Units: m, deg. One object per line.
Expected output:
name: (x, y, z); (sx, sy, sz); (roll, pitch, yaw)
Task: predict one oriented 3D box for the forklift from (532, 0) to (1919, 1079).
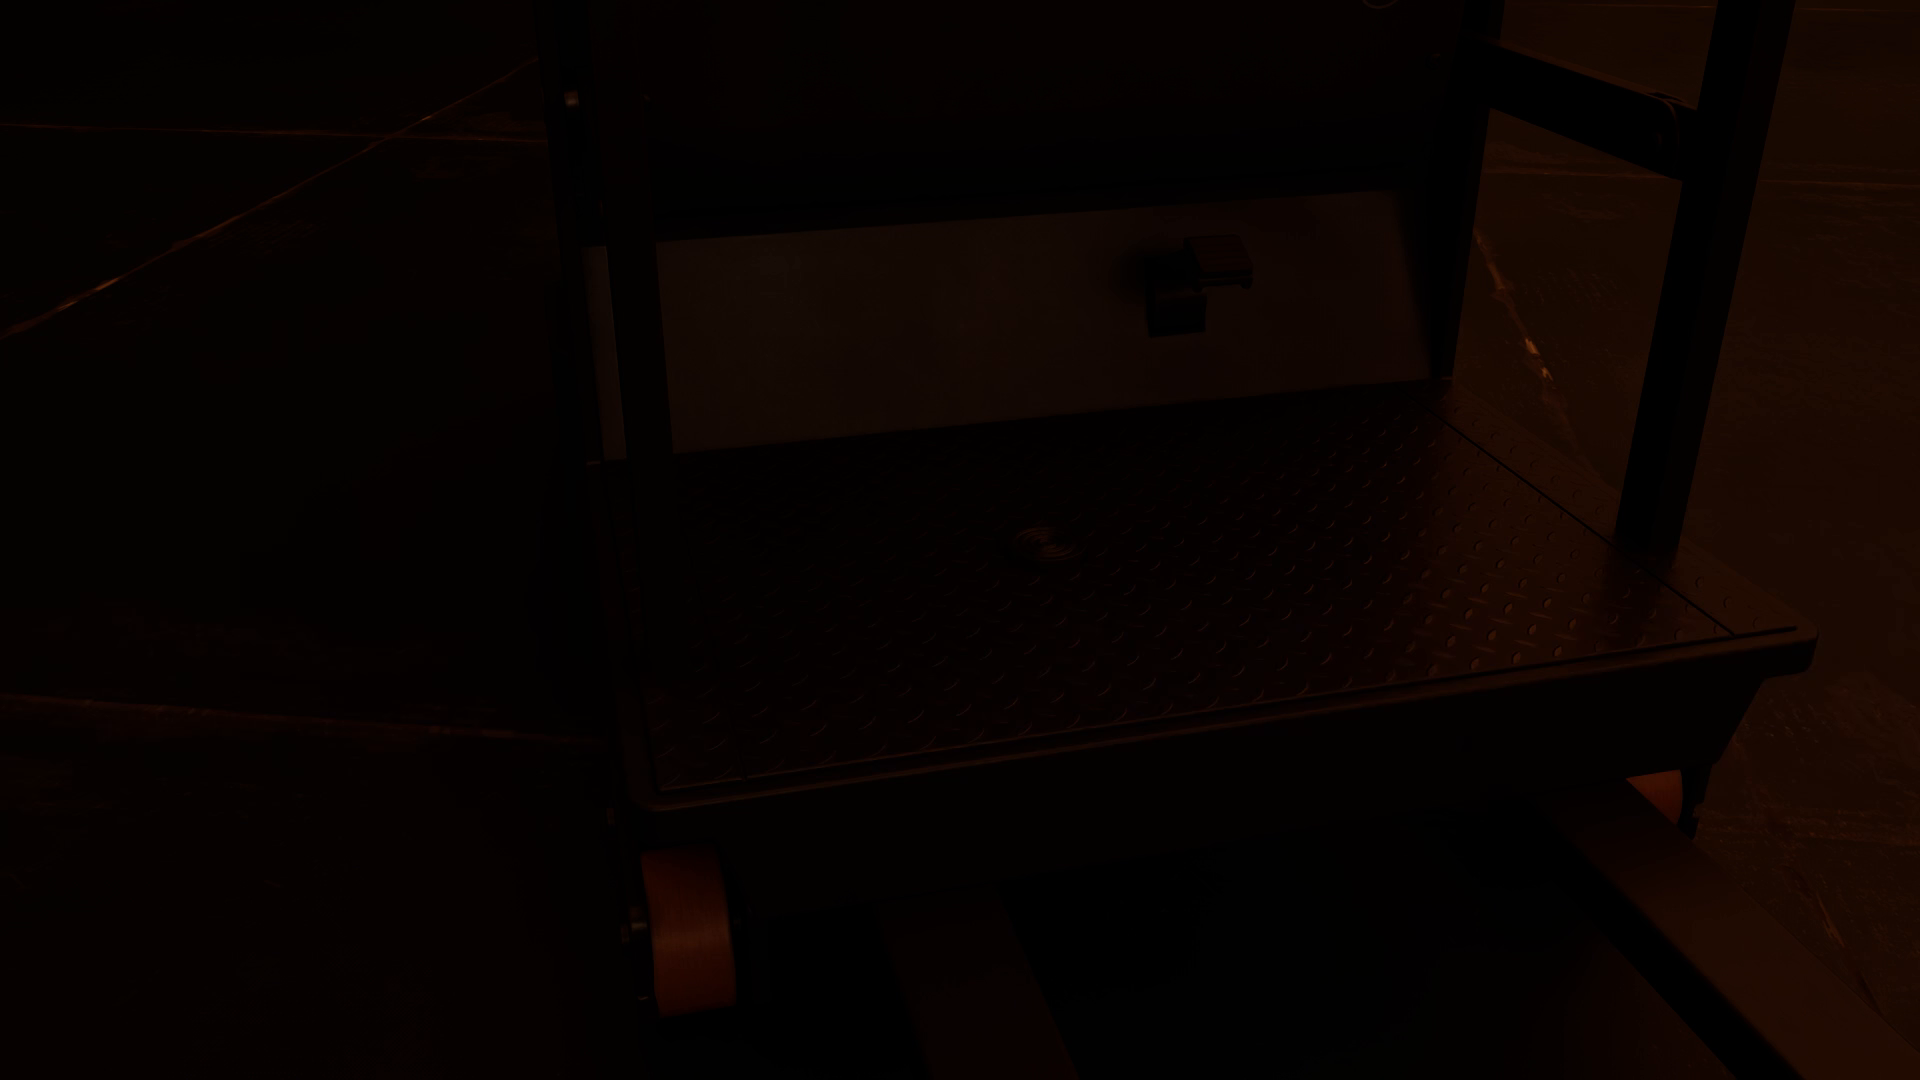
forklift: (0.153, -1.049, 1.319); (1.130, 2.935, 3.031); (-7, 27, -13)
